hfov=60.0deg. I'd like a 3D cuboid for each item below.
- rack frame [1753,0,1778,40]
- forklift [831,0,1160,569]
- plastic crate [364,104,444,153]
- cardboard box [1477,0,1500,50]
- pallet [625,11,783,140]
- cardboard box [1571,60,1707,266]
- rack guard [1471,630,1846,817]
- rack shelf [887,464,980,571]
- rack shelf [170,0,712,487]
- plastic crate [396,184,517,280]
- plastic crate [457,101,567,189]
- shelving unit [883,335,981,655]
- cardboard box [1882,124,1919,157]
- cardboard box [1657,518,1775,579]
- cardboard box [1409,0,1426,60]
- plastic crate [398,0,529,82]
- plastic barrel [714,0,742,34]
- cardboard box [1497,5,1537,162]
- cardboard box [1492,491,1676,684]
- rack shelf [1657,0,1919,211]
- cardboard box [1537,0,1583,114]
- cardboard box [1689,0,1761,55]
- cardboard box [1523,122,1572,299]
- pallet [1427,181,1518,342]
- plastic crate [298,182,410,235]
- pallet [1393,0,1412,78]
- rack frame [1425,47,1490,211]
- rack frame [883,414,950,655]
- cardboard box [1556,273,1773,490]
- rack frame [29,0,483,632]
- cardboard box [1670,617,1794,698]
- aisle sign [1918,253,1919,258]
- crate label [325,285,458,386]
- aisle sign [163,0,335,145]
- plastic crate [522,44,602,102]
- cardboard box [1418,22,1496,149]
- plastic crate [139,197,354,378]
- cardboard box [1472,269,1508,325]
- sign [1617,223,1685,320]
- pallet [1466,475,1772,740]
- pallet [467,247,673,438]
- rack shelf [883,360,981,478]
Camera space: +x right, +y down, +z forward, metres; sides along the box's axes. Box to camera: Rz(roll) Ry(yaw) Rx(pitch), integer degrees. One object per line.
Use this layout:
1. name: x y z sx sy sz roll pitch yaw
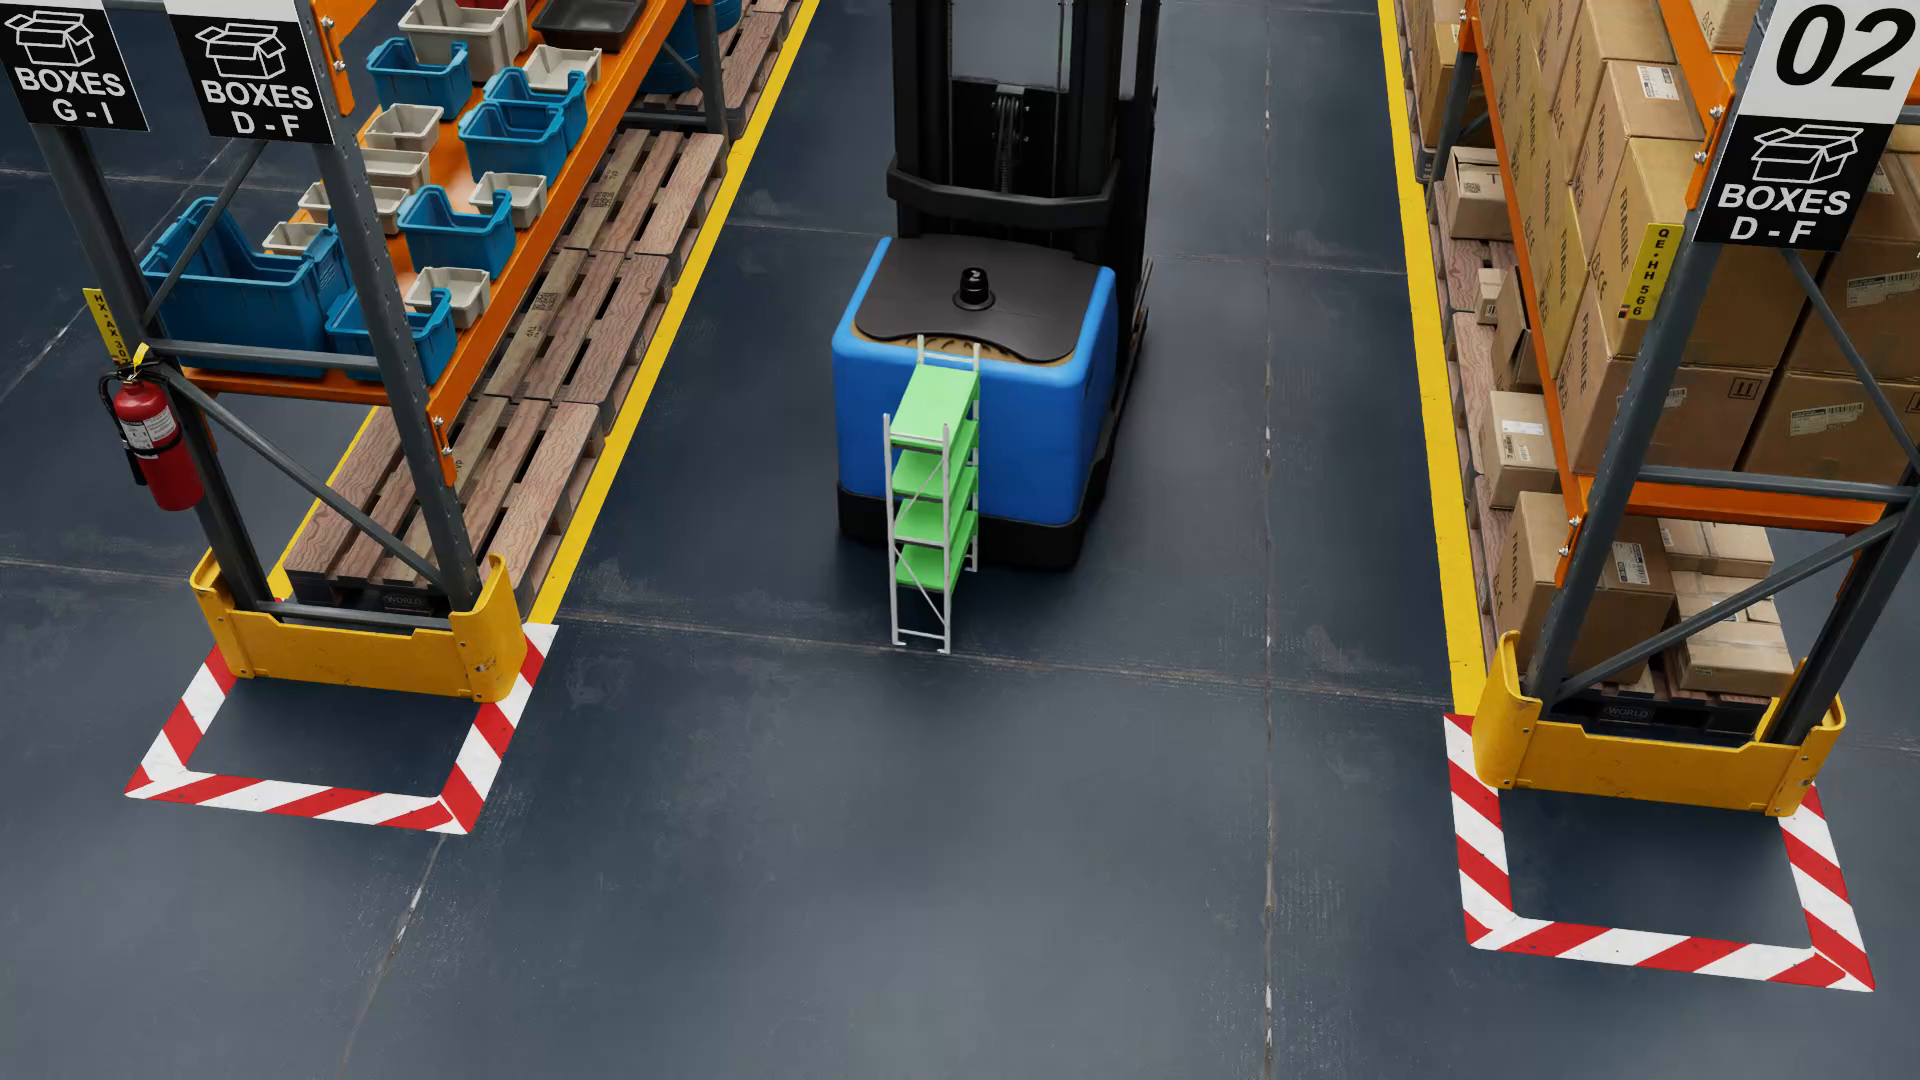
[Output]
1. rack frame: 2.545 -2.352 3.190 1.000 3.000 0.127 5 44 6
2. forklift: 0.316 -1.972 7.201 1.130 2.935 3.031 9 44 10
3. plastic crate: -2.350 -1.717 7.030 0.298 0.136 0.250 5 44 6
4. cardboard box: 2.737 -2.614 7.756 0.500 0.500 0.500 6 44 7
5. pallet: -1.692 -2.862 10.120 1.003 0.211 1.213 5 44 6
6. cardboard box: 2.398 -1.246 5.584 0.500 0.500 0.500 6 44 7
7. rack guard: 2.556 0.682 6.166 1.175 0.500 0.348 5 44 6
8. rack shelf: -0.101 -0.111 6.588 0.258 0.148 0.480 9 44 10
9. rack shelf: -2.100 -1.729 7.417 1.077 0.370 4.000 5 44 6
10. plastic crate: -1.918 -1.175 6.387 0.416 0.233 0.300 5 44 6
11. plastic crate: -1.831 -1.624 6.861 0.416 0.233 0.300 5 44 6
12. shelving unit: -0.101 -0.158 6.544 0.258 1.200 0.503 9 44 10
13. cardboard box: 2.927 -1.209 5.545 0.500 0.500 0.500 6 44 6
14. cardboard box: 2.965 -0.021 6.770 0.500 0.250 0.500 5 44 6
15. cardboard box: 2.996 -3.192 9.938 0.500 0.500 0.500 6 44 6
16. plastic crate: -2.220 -2.308 7.548 0.437 0.282 0.530 5 44 6
17. plastic barrel: -1.653 -3.595 10.086 0.600 0.901 0.708 5 44 6
18. cardboard box: 2.604 -1.924 7.027 0.500 0.500 0.500 5 44 5
19. cardboard box: 2.373 0.181 6.375 0.500 0.500 0.500 5 44 6
20. rack shelf: 2.810 -2.365 5.908 1.077 0.370 4.000 5 44 6
21. cardboard box: 2.530 -1.950 6.328 0.500 0.500 0.500 6 44 7
22. cardboard box: 2.352 -1.583 4.668 0.500 0.250 0.500 5 44 6
23. cardboard box: 2.471 -1.234 6.299 0.500 0.500 0.500 6 44 6
24. pallet: 2.983 -1.420 8.596 1.003 0.211 1.213 5 44 6
25. plastic crate: -2.383 -1.321 6.612 0.396 0.136 0.243 5 44 6
26. pallet: 3.303 -3.279 10.560 1.003 0.211 1.213 5 44 6
27. rack frame: 3.074 -2.900 8.131 1.000 3.000 0.127 5 44 6
28. rack frame: -0.158 0.005 6.372 0.240 1.200 0.015 9 44 10
29. cardboard box: 2.335 -0.540 5.566 0.500 0.500 0.500 6 44 7
30. rack frame: -2.364 -0.627 5.730 1.000 3.000 0.127 5 44 6
31. cardboard box: 2.941 0.447 6.350 0.380 0.149 0.250 5 44 6
32. aisle sign: 2.828 -1.045 4.281 0.394 0.787 0.004 5 44 6
33. crate label: -2.005 -0.726 5.913 0.416 0.233 0.303 5 44 6
34. aisle sign: -2.079 -1.495 4.756 0.394 0.787 0.004 5 44 6
35. plastic crate: -1.767 -2.065 7.397 0.293 0.136 0.466 5 44 6
36. cardboard box: 2.855 -2.515 9.222 0.500 0.500 0.500 5 44 5
37. plastic crate: -2.505 -0.907 5.957 0.616 0.435 0.499 5 44 6
38. cardboard box: 2.700 -1.174 8.049 0.380 0.166 0.250 5 44 6
39. sign: 1.998 -0.773 4.813 0.100 0.325 0.005 5 44 6
40. pallet: 2.660 0.243 6.840 1.003 0.211 1.213 5 44 6
41. pallet: -2.053 -1.002 8.155 1.003 0.211 1.213 5 44 6
42. rack shelf: -0.101 -0.460 6.258 0.258 0.148 0.480 9 44 10
